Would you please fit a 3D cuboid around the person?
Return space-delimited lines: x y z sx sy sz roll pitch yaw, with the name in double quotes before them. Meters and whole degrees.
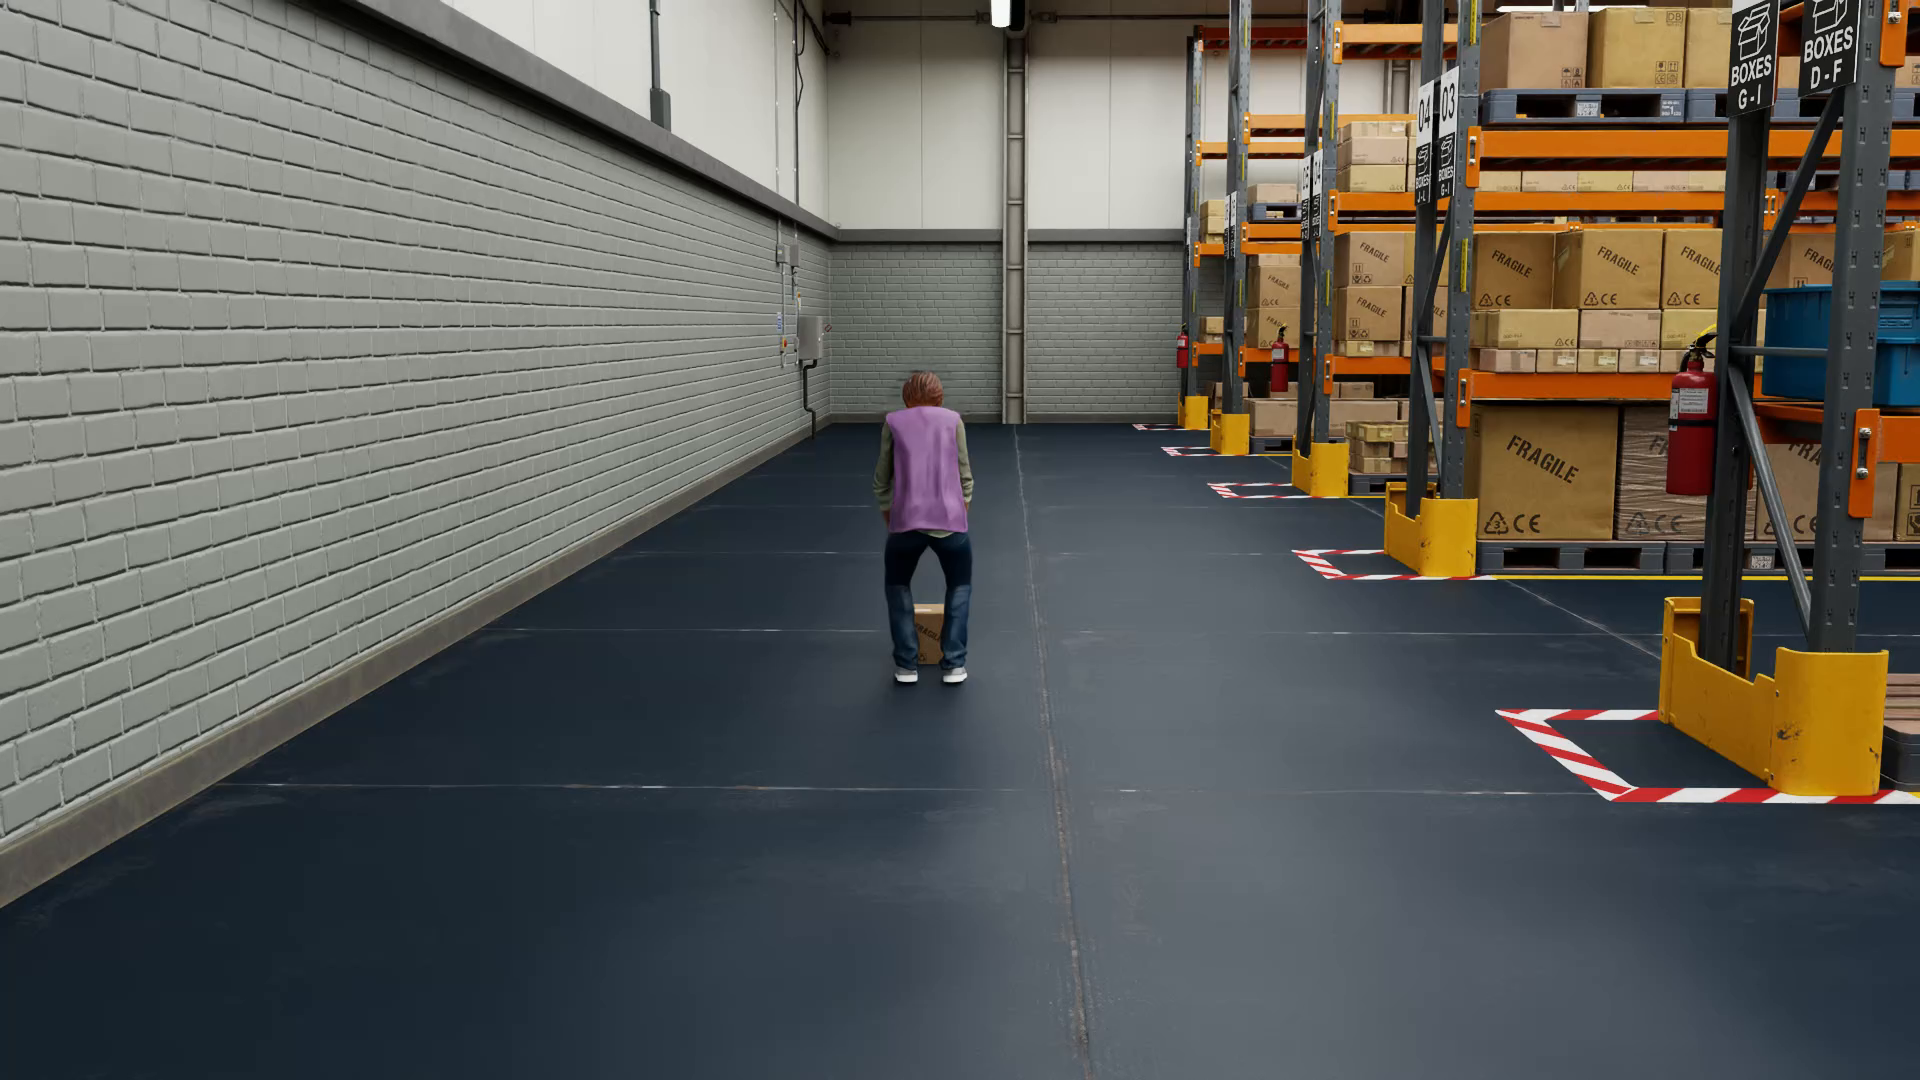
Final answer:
"person" -0.172 0.043 7.465 0.458 1.225 0.445 0 7 2
